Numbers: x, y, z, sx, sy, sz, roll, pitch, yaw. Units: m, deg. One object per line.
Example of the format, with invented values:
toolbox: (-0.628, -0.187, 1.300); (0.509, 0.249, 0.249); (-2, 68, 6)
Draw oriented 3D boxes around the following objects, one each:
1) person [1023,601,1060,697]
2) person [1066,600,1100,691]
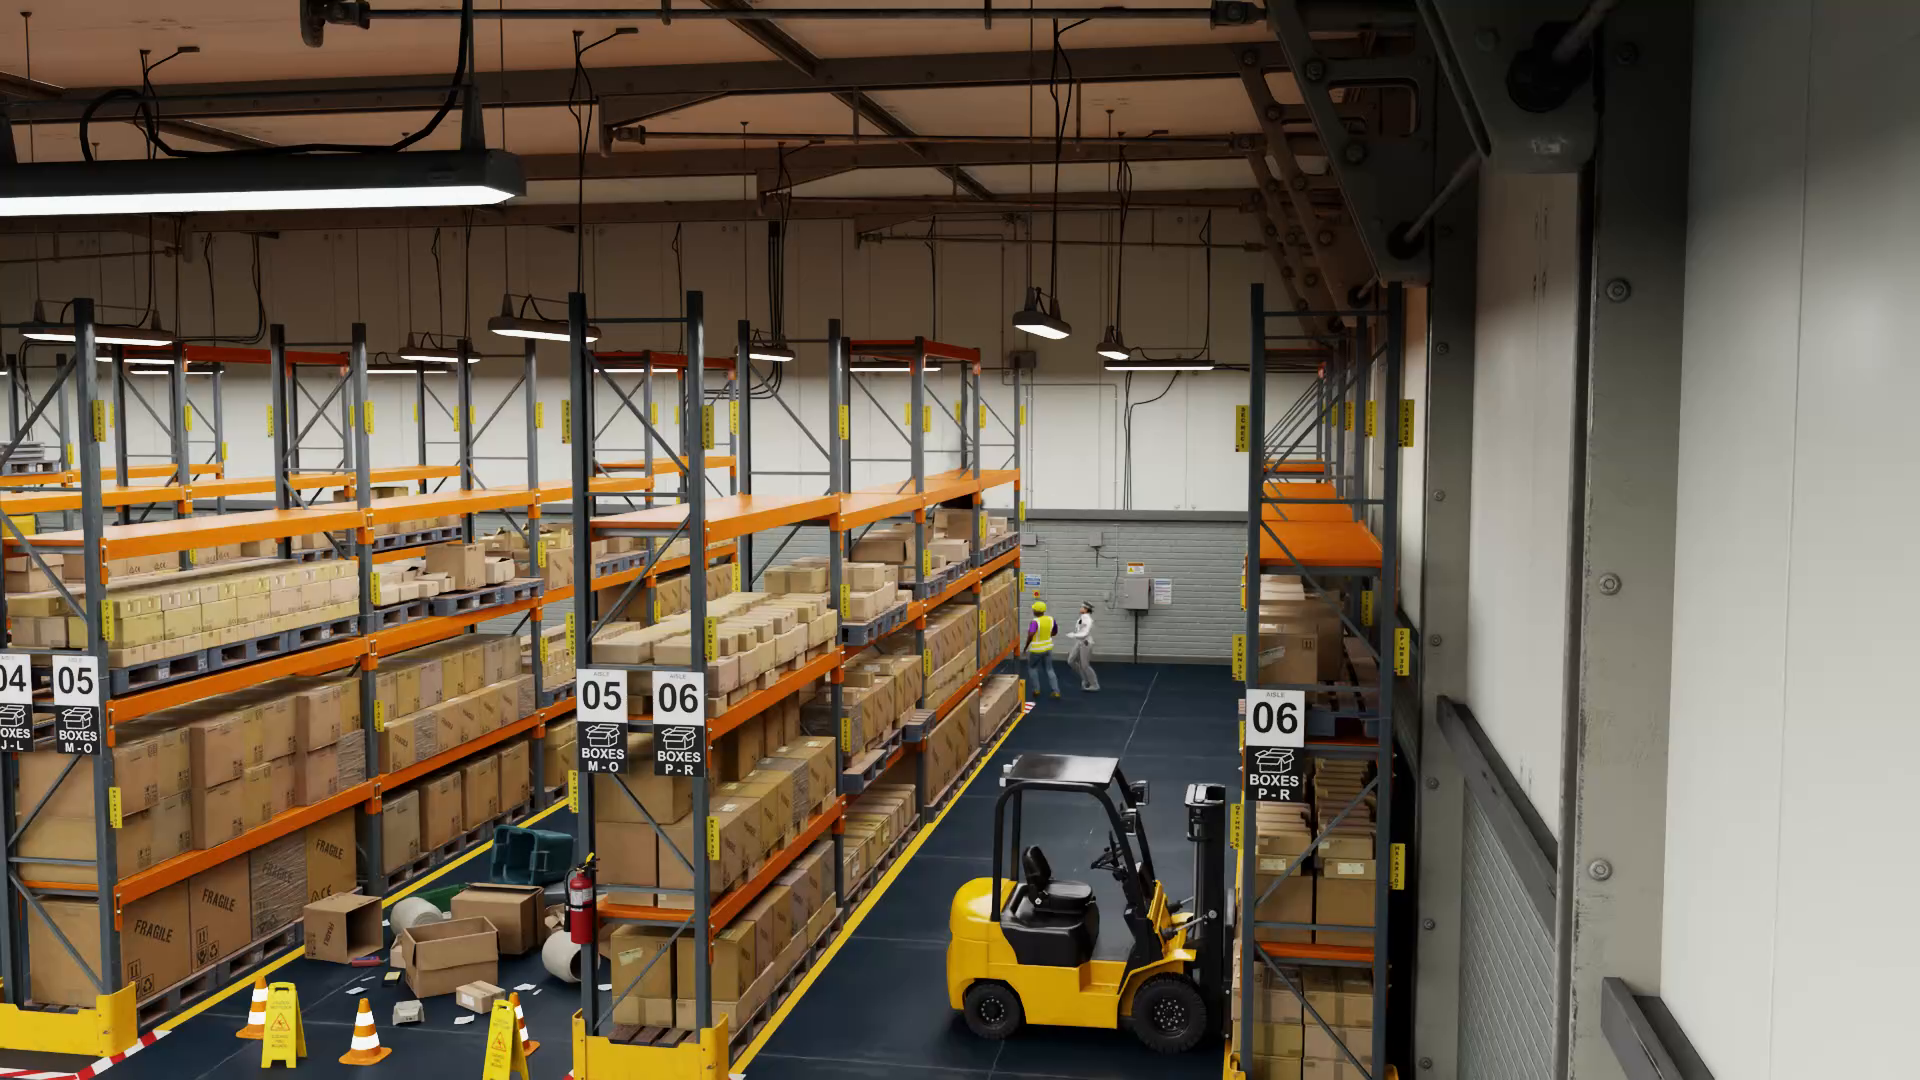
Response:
person: (1.387, 1.956, 29.253); (0.748, 1.789, 0.751); (-2, 5, -28)
person: (2.213, 1.896, 30.101); (0.624, 1.660, 0.590); (-1, 5, -9)
